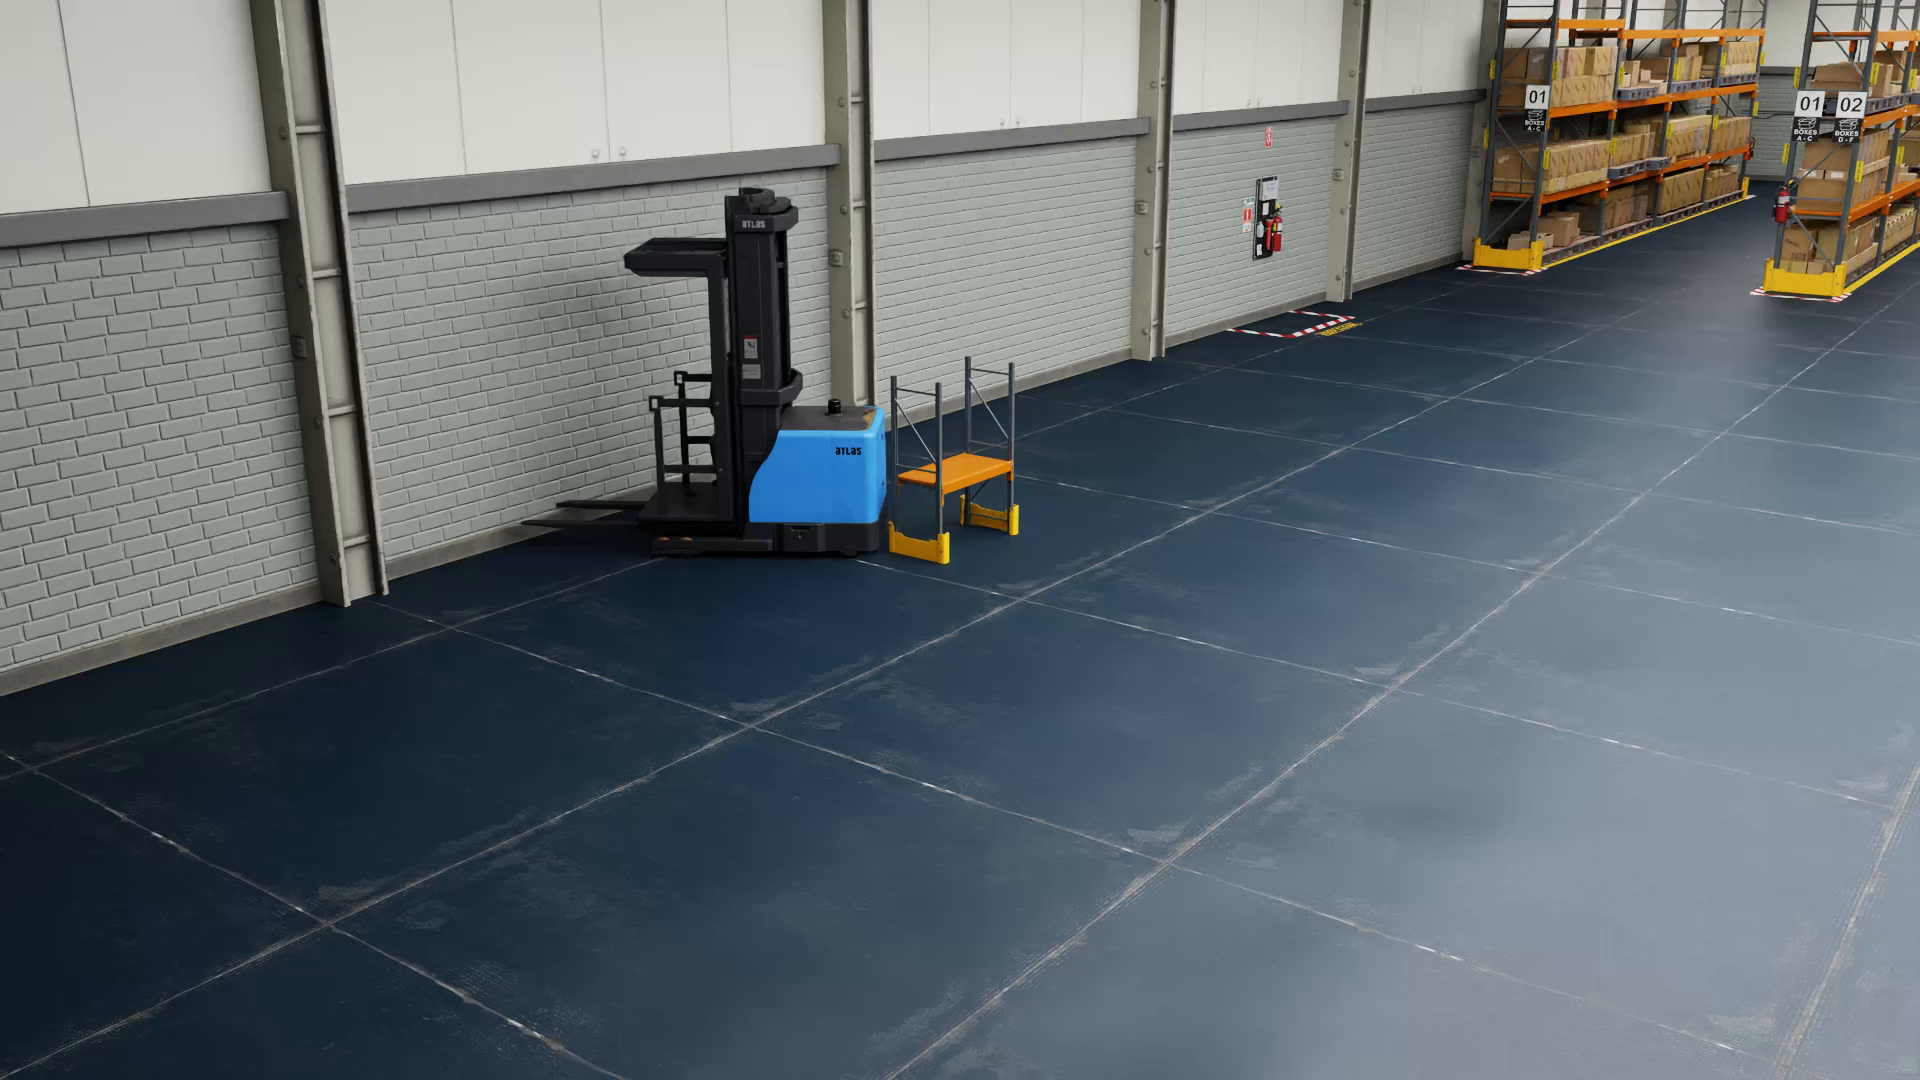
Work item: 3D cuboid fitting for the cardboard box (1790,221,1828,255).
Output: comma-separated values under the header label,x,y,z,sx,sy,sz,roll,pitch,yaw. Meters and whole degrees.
label,x,y,z,sx,sy,sz,roll,pitch,yaw
cardboard box,14.551,-5.187,28.553,0.500,0.500,0.500,12,21,35

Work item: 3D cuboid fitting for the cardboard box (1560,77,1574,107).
label,x,y,z,sx,sy,sz,roll,pitch,yaw
cardboard box,10.655,-8.042,29.822,0.500,0.500,0.500,14,22,38

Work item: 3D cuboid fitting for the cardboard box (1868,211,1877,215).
label,x,y,z,sx,sy,sz,roll,pitch,yaw
cardboard box,17.493,-6.261,32.329,0.500,0.311,0.500,12,21,33

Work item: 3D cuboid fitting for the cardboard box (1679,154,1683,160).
label,x,y,z,sx,sy,sz,roll,pitch,yaw
cardboard box,15.960,-8.595,37.252,0.380,0.149,0.250,13,21,35

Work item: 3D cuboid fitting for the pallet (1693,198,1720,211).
label,x,y,z,sx,sy,sz,roll,pitch,yaw
pallet,17.572,-8.089,39.935,1.003,0.211,1.213,12,21,35

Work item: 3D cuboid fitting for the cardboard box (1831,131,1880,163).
label,x,y,z,sx,sy,sz,roll,pitch,yaw
cardboard box,15.412,-6.794,28.707,0.700,0.500,0.500,12,21,35

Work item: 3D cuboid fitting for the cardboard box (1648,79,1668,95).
label,x,y,z,sx,sy,sz,roll,pitch,yaw
cardboard box,14.460,-9.481,34.774,0.500,0.311,0.500,12,21,35

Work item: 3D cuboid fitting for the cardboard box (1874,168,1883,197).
label,x,y,z,sx,sy,sz,roll,pitch,yaw
cardboard box,16.011,-6.414,29.672,0.700,0.500,0.500,12,21,33

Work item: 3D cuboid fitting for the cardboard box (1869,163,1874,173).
label,x,y,z,sx,sy,sz,roll,pitch,yaw
cardboard box,15.366,-6.362,28.411,0.380,0.149,0.250,13,22,36

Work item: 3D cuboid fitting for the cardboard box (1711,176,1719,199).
label,x,y,z,sx,sy,sz,roll,pitch,yaw
cardboard box,17.886,-8.539,40.189,0.700,0.500,0.500,12,21,34

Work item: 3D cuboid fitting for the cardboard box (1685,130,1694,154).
label,x,y,z,sx,sy,sz,roll,pitch,yaw
cardboard box,16.088,-8.937,37.260,0.500,0.500,0.500,13,22,36

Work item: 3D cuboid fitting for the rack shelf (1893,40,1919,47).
label,x,y,z,sx,sy,sz,roll,pitch,yaw
rack shelf,19.845,-10.233,33.909,1.077,0.370,4.000,12,21,35

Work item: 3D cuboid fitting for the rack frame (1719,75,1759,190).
label,x,y,z,sx,sy,sz,roll,pitch,yaw
rack frame,19.439,-10.206,42.050,1.000,3.000,0.127,12,21,35

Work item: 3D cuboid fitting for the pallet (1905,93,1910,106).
label,x,y,z,sx,sy,sz,roll,pitch,yaw
pallet,16.785,-8.027,30.298,0.805,0.209,1.217,11,21,33

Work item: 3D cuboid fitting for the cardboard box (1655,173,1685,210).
label,x,y,z,sx,sy,sz,roll,pitch,yaw
cardboard box,15.743,-7.834,37.329,0.750,0.750,0.750,12,21,34

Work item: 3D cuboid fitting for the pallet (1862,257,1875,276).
label,x,y,z,sx,sy,sz,roll,pitch,yaw
pallet,15.762,-4.959,29.858,1.003,0.211,1.213,12,21,35

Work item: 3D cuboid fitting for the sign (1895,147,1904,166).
label,x,y,z,sx,sy,sz,roll,pitch,yaw
sign,16.717,-6.827,29.576,0.100,0.325,0.005,12,21,35

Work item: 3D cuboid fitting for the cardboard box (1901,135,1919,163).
label,x,y,z,sx,sy,sz,roll,pitch,yaw
cardboard box,19.636,-8.028,34.161,0.500,0.500,0.700,-15,23,-40

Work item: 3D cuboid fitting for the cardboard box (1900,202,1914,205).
label,x,y,z,sx,sy,sz,roll,pitch,yaw
cardboard box,19.461,-6.626,33.995,0.500,0.500,0.500,12,21,33

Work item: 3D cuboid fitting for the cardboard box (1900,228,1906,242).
label,x,y,z,sx,sy,sz,roll,pitch,yaw
cardboard box,17.929,-5.902,32.120,0.500,0.250,0.500,13,21,36

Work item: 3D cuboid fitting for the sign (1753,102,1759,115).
label,x,y,z,sx,sy,sz,roll,pitch,yaw
sign,19.867,-10.773,41.524,0.100,0.325,0.005,12,21,35

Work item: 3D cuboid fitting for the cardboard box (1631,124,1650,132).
label,x,y,z,sx,sy,sz,roll,pitch,yaw
cardboard box,14.491,-8.780,35.457,0.380,0.149,0.250,9,20,28

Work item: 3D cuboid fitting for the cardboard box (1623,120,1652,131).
label,x,y,z,sx,sy,sz,roll,pitch,yaw
cardboard box,14.735,-9.012,36.237,0.500,0.250,0.500,13,22,36

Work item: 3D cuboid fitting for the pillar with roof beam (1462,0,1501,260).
label,x,y,z,sx,sy,sz,roll,pitch,yaw
pillar with roof beam,13.086,-8.819,27.468,9.100,9.000,0.400,12,21,35

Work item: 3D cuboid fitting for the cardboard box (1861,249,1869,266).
label,x,y,z,sx,sy,sz,roll,pitch,yaw
cardboard box,15.577,-4.972,29.126,0.500,0.250,0.500,12,21,35

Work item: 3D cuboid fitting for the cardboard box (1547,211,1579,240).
label,x,y,z,sx,sy,sz,roll,pitch,yaw
cardboard box,11.703,-6.110,32.333,0.500,0.500,0.500,11,20,31

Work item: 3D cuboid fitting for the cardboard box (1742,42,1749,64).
label,x,y,z,sx,sy,sz,roll,pitch,yaw
cardboard box,18.611,-11.708,39.940,0.500,0.500,0.500,11,21,32

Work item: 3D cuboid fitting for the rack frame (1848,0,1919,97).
label,x,y,z,sx,sy,sz,roll,pitch,yaw
rack frame,16.270,-9.338,29.141,1.000,3.000,0.127,12,21,35

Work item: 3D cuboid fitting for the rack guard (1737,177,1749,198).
label,x,y,z,sx,sy,sz,roll,pitch,yaw
rack guard,19.454,-9.018,42.439,1.175,0.500,0.348,12,21,35

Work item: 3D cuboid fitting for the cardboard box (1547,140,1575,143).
label,x,y,z,sx,sy,sz,roll,pitch,yaw
cardboard box,11.530,-7.446,32.118,0.500,0.500,0.500,12,21,34

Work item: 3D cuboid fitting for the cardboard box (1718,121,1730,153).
label,x,y,z,sx,sy,sz,roll,pitch,yaw
cardboard box,17.832,-9.695,39.901,0.980,0.700,0.700,12,21,33

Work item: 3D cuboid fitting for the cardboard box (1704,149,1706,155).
label,x,y,z,sx,sy,sz,roll,pitch,yaw
cardboard box,17.082,-9.012,38.596,0.380,0.149,0.250,13,21,35

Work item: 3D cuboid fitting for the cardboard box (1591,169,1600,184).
label,x,y,z,sx,sy,sz,roll,pitch,yaw
cardboard box,11.947,-7.002,31.953,0.500,0.250,0.500,13,21,35

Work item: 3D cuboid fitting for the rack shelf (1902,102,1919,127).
label,x,y,z,sx,sy,sz,roll,pitch,yaw
rack shelf,17.462,-8.038,31.226,1.077,0.370,4.000,12,21,35

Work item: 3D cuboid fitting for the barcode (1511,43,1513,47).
label,x,y,z,sx,sy,sz,roll,pitch,yaw
barcode,9.927,-8.897,29.911,0.001,0.075,0.075,12,21,35

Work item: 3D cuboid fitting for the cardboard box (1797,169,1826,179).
label,x,y,z,sx,sy,sz,roll,pitch,yaw
cardboard box,13.961,-6.003,27.253,0.380,0.149,0.250,12,21,34

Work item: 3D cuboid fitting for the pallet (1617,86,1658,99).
label,x,y,z,sx,sy,sz,roll,pitch,yaw
pallet,13.358,-9.066,33.640,1.213,0.211,1.003,12,21,35

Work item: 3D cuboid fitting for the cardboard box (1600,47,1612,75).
label,x,y,z,sx,sy,sz,roll,pitch,yaw
cardboard box,11.889,-9.015,31.268,0.500,0.500,0.500,14,22,38

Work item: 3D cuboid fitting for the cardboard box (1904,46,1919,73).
label,x,y,z,sx,sy,sz,roll,pitch,yaw
cardboard box,18.918,-9.486,32.822,0.500,0.500,0.500,12,21,35

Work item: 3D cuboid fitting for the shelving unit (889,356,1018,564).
label,x,y,z,sx,sy,sz,roll,pitch,yaw
shelving unit,-0.045,-0.698,13.963,0.587,1.500,1.083,12,21,35

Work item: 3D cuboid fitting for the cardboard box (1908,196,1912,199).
label,x,y,z,sx,sy,sz,roll,pitch,yaw
cardboard box,19.940,-7.076,35.445,0.500,0.500,0.500,13,21,35

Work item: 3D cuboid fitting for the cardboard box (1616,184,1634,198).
label,x,y,z,sx,sy,sz,roll,pitch,yaw
cardboard box,13.896,-7.369,35.125,0.500,0.250,0.500,13,21,36

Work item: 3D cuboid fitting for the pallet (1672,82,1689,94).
label,x,y,z,sx,sy,sz,roll,pitch,yaw
pallet,15.014,-9.805,36.022,1.213,0.211,1.003,14,22,37

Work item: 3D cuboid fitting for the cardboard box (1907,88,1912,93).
label,x,y,z,sx,sy,sz,roll,pitch,yaw
cardboard box,17.458,-8.479,30.977,0.500,0.250,0.500,10,20,30

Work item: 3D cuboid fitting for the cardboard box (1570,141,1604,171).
label,x,y,z,sx,sy,sz,roll,pitch,yaw
cardboard box,11.963,-7.357,31.830,0.500,0.500,0.500,12,21,34

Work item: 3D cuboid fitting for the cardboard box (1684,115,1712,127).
label,x,y,z,sx,sy,sz,roll,pitch,yaw
cardboard box,16.983,-9.654,38.305,0.500,0.250,0.500,13,22,36

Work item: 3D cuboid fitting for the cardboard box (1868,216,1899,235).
label,x,y,z,sx,sy,sz,roll,pitch,yaw
cardboard box,17.326,-5.925,31.247,0.500,0.311,0.500,12,21,33

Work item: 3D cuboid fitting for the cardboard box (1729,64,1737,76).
label,x,y,z,sx,sy,sz,roll,pitch,yaw
cardboard box,17.994,-11.099,39.245,0.500,0.250,0.500,12,21,34

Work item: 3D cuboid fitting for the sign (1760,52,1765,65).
label,x,y,z,sx,sy,sz,roll,pitch,yaw
sign,19.867,-11.924,41.166,0.100,0.325,0.005,12,21,35

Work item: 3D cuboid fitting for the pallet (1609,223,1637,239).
label,x,y,z,sx,sy,sz,roll,pitch,yaw
pallet,13.478,-6.493,34.798,1.003,0.211,1.213,12,21,35

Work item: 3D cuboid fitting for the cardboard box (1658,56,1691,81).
label,x,y,z,sx,sy,sz,roll,pitch,yaw
cardboard box,15.814,-10.501,37.034,0.700,0.500,0.500,12,21,35

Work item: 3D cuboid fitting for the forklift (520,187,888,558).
label,x,y,z,sx,sy,sz,roll,pitch,yaw
forklift,-2.164,-1.408,13.836,3.031,2.935,1.130,1,17,2

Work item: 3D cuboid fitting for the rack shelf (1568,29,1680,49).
label,x,y,z,sx,sy,sz,roll,pitch,yaw
rack shelf,13.481,-10.154,33.657,1.077,0.370,4.000,12,21,35

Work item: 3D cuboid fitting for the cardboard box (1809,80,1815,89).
label,x,y,z,sx,sy,sz,roll,pitch,yaw
cardboard box,14.361,-7.470,27.490,0.500,0.250,0.500,12,21,35

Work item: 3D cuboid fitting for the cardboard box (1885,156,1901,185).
label,x,y,z,sx,sy,sz,roll,pitch,yaw
cardboard box,17.667,-7.071,31.787,0.500,0.500,0.500,11,20,32

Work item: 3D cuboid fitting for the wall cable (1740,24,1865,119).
label,x,y,z,sx,sy,sz,roll,pitch,yaw
wall cable,23.096,-12.872,45.756,3.097,2.526,0.112,12,21,35
